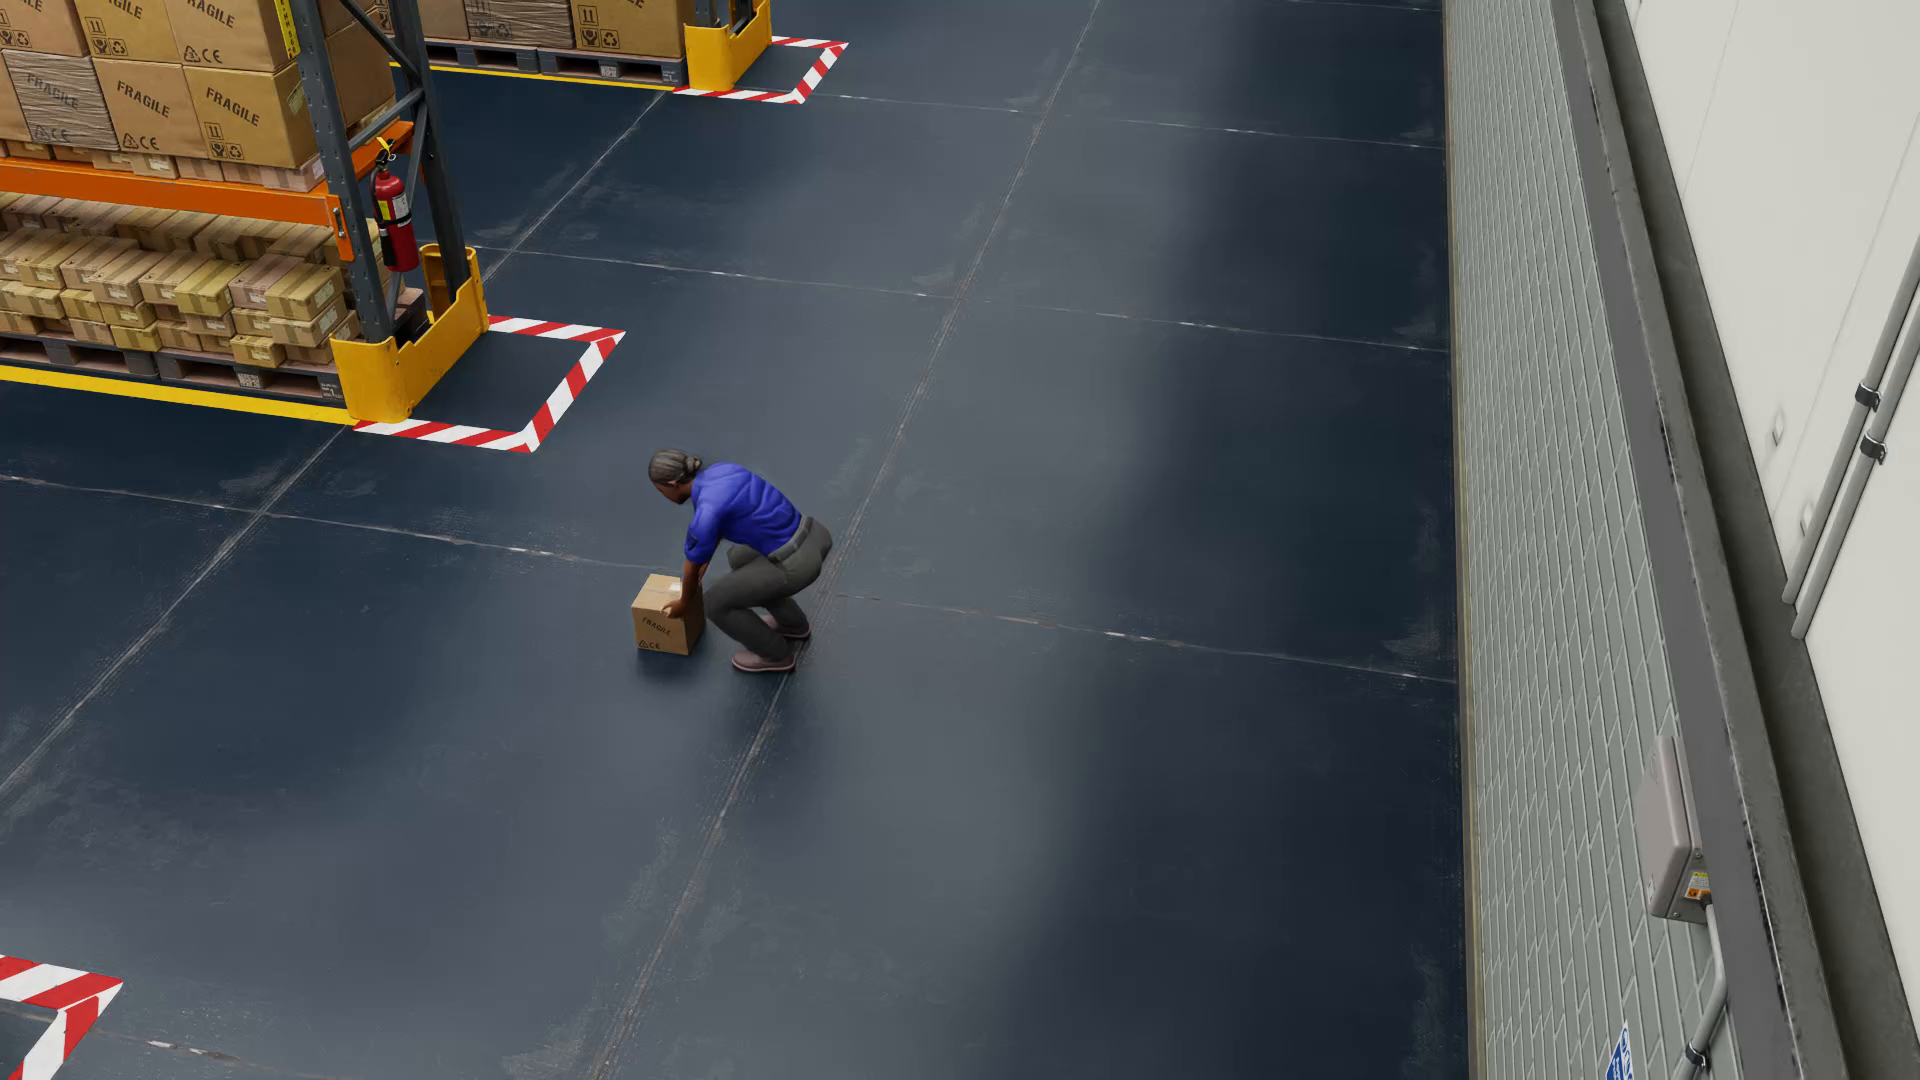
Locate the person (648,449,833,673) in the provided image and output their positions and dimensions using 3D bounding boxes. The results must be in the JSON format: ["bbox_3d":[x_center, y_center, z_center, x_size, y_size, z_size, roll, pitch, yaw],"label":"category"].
[{"bbox_3d":[-0.956,0.081,7.349,0.756,1.078,0.498,7,37,10],"label":"person"}]
